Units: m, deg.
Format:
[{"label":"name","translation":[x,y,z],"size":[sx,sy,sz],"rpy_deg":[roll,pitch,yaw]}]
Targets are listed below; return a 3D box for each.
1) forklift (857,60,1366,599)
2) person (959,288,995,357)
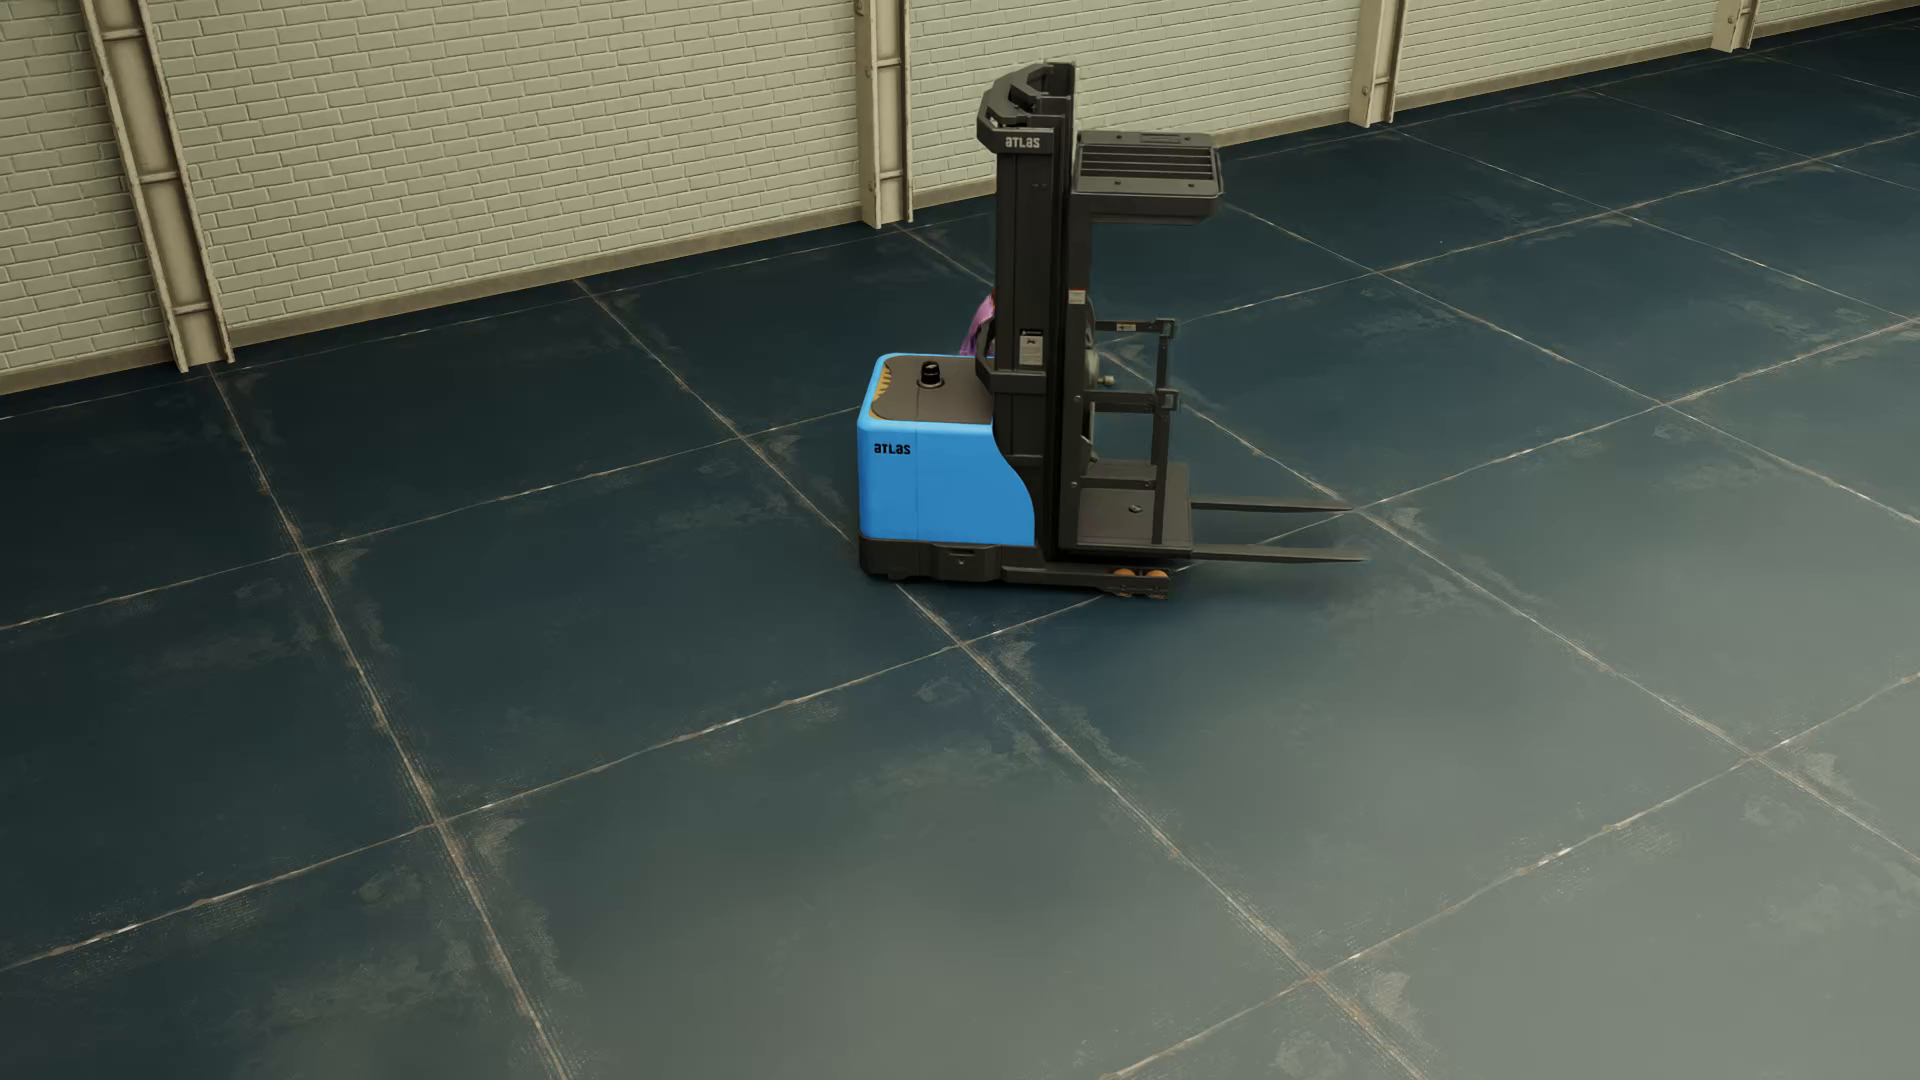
[{"label":"forklift","translation":[0.936,-1.195,9.643],"size":[3.031,2.935,1.130],"rpy_deg":[3,31,5]},{"label":"person","translation":[0.321,-1.119,10.976],"size":[0.734,1.280,1.413],"rpy_deg":[6,31,10]}]
